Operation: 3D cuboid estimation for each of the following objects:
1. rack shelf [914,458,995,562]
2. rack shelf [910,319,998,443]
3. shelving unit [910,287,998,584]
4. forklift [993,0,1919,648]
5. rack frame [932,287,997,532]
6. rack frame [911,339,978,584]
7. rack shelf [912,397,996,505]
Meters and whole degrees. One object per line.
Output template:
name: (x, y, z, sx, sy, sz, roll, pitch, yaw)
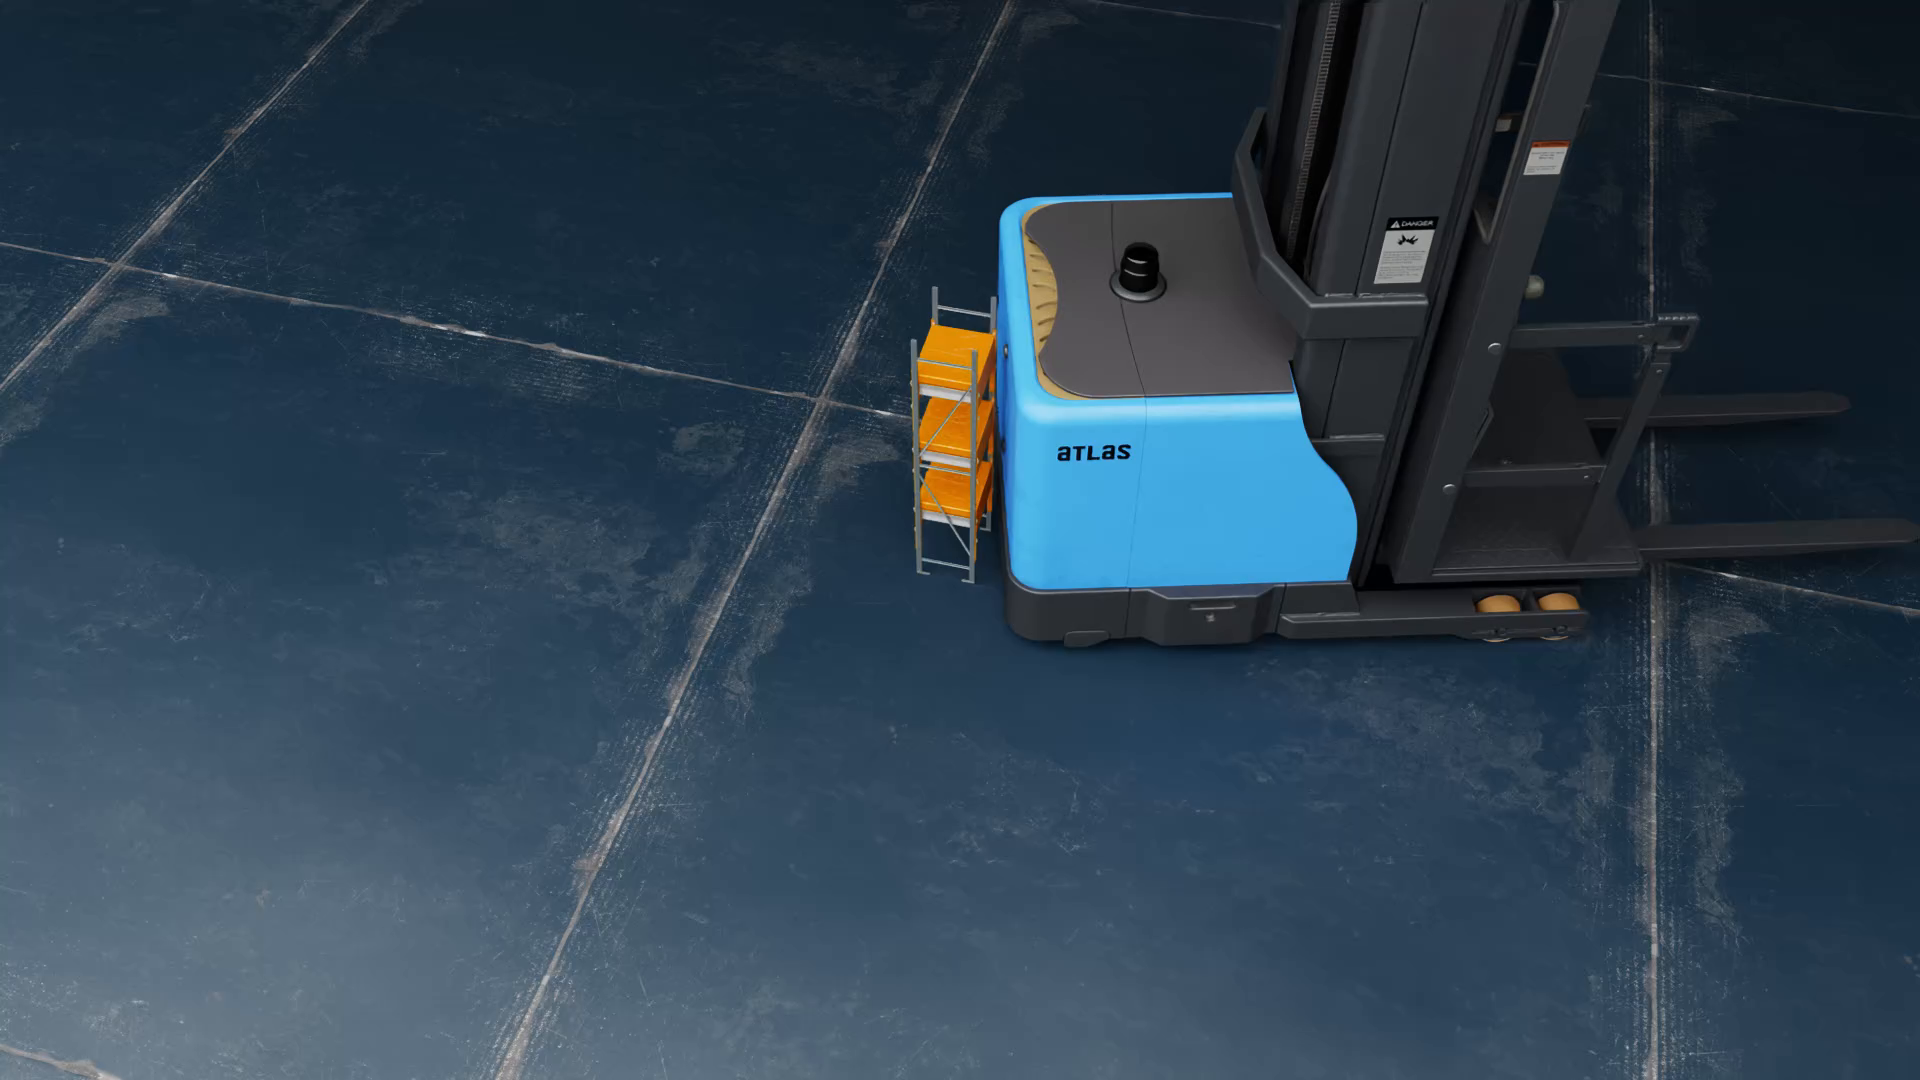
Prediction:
rack shelf: (-0.018, -0.118, 5.538, 0.215, 0.259, 0.240, 11, 49, 9)
rack shelf: (-0.017, -0.489, 5.117, 0.215, 0.259, 0.240, 11, 49, 9)
shelving unit: (-0.018, -0.309, 5.322, 0.215, 1.050, 0.252, 11, 49, 9)
forklift: (1.645, -1.034, 4.708, 3.031, 2.935, 1.130, -2, 49, -2)
rack frame: (0.012, -0.397, 5.400, 0.200, 1.050, 0.008, 11, 49, 9)
rack frame: (-0.047, -0.220, 5.243, 0.200, 1.050, 0.008, 11, 49, 9)
rack shelf: (-0.018, -0.302, 5.330, 0.215, 0.259, 0.240, 11, 49, 9)
